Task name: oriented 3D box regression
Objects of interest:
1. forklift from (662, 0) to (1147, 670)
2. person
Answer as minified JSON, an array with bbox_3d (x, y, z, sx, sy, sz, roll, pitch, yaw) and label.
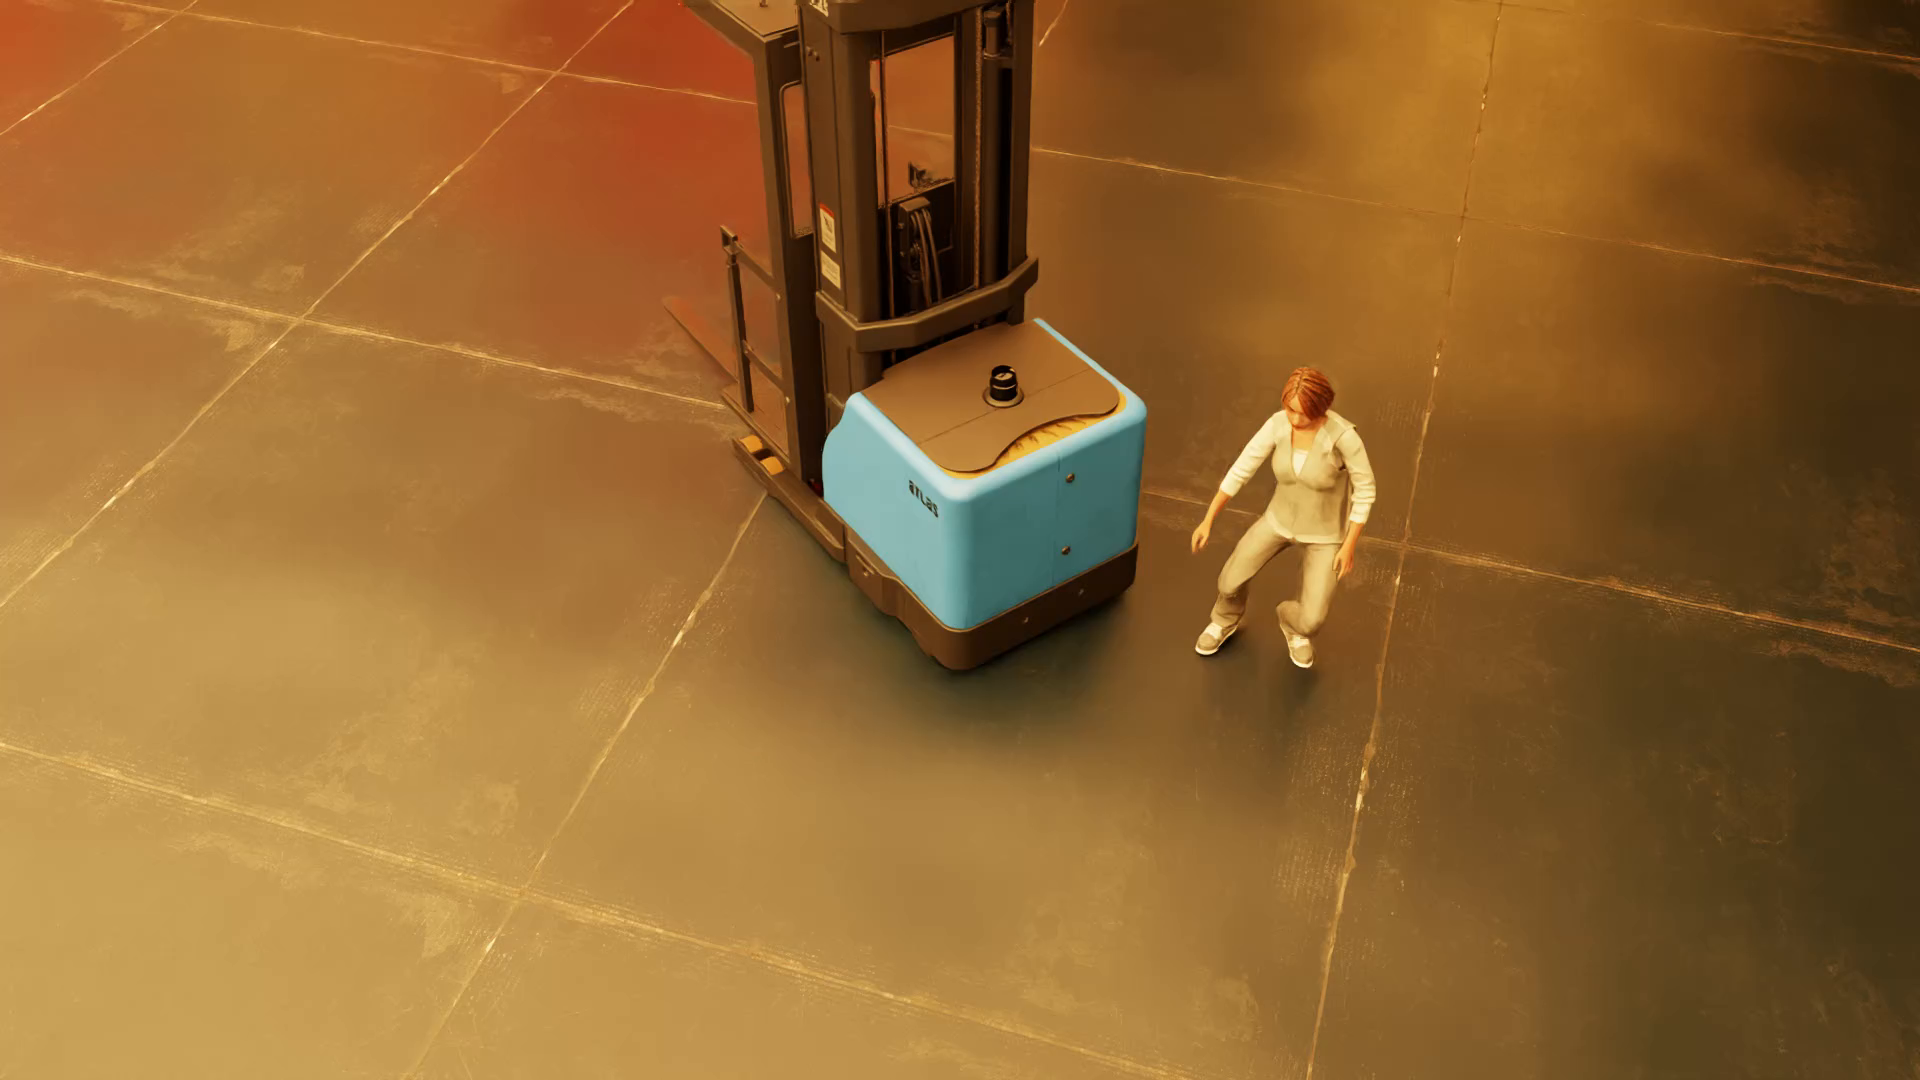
[{"bbox_3d":[-0.459,-1.482,7.282,1.130,2.935,3.031,-25,49,-25],"label":"forklift"},{"bbox_3d":[1.321,-0.029,6.756,0.629,1.493,0.494,25,48,24],"label":"person"}]
